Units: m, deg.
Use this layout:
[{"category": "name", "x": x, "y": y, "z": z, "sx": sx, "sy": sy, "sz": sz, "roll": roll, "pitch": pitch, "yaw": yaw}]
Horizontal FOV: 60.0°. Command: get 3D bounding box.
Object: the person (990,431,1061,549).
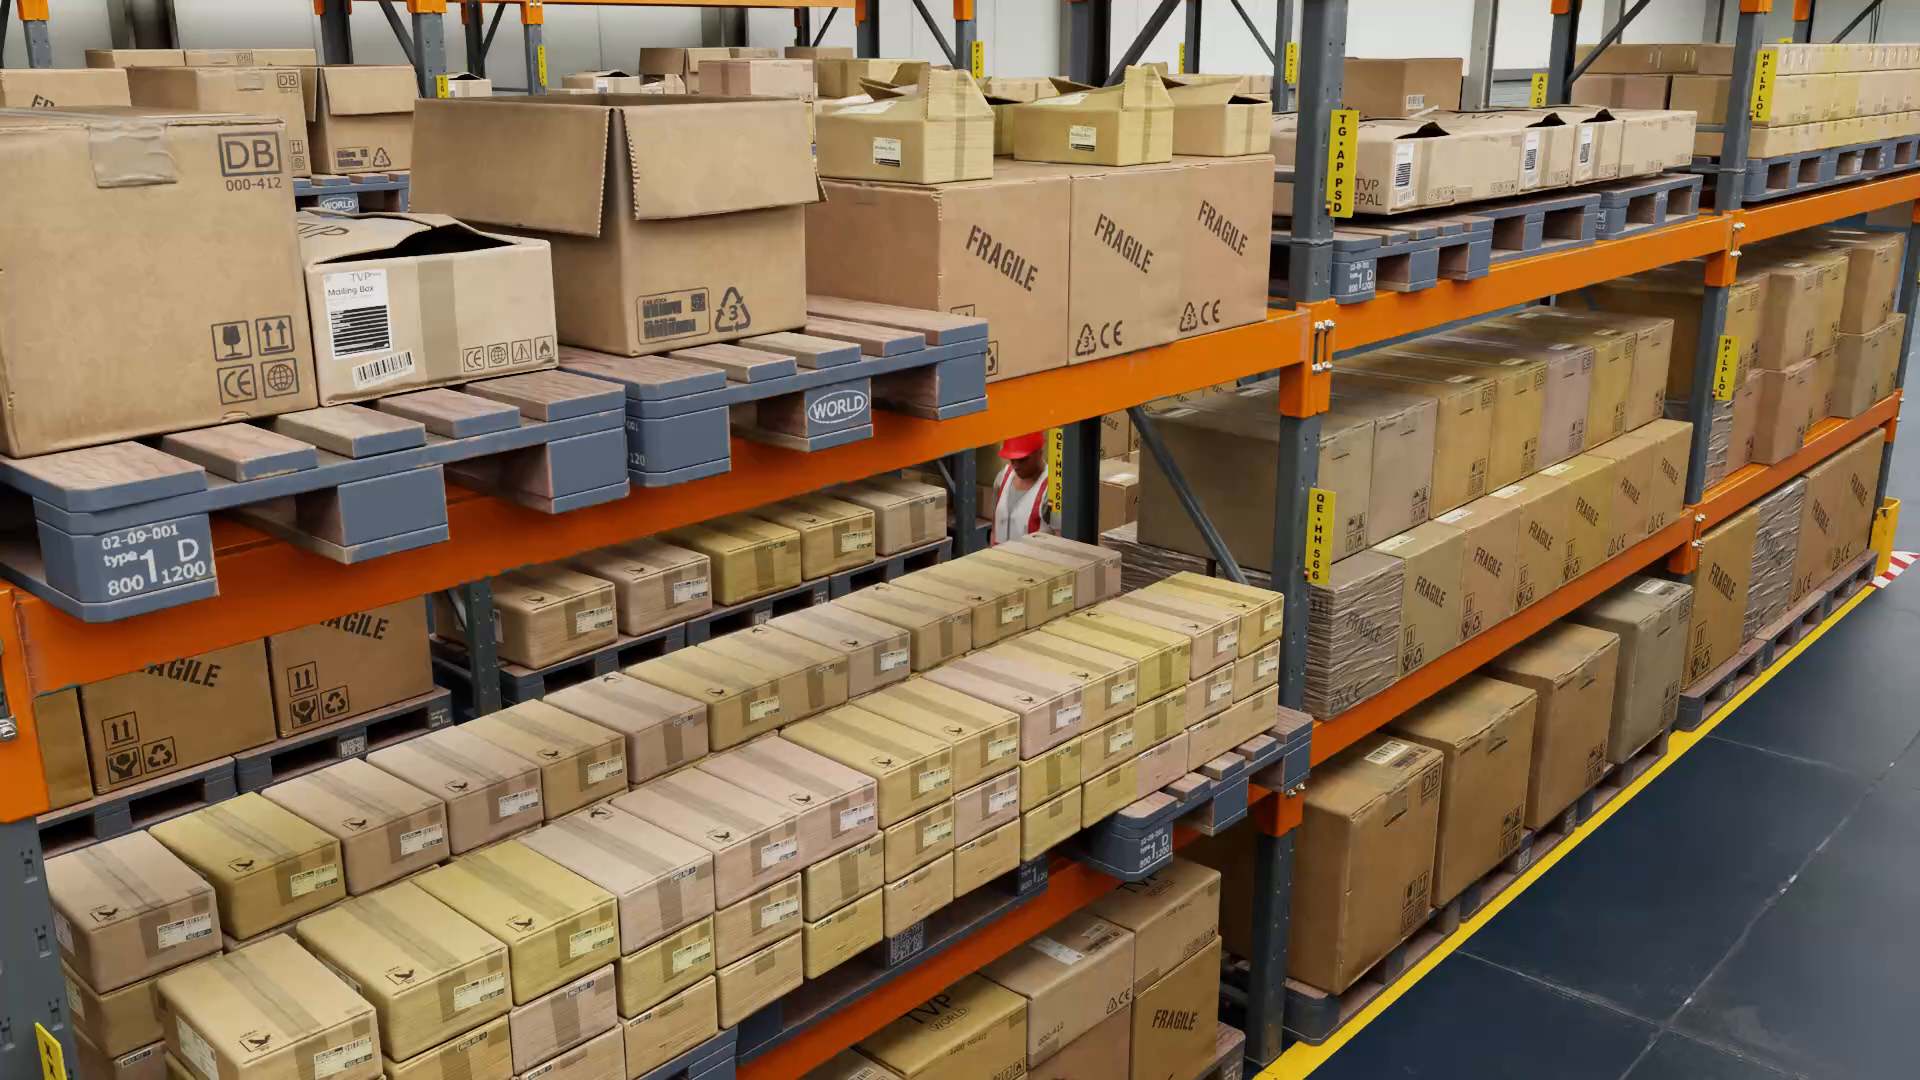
[{"category": "person", "x": 0.347, "y": 0.230, "z": 8.766, "sx": 0.531, "sy": 1.770, "sz": 0.377, "roll": 15, "pitch": 22, "yaw": 41}]
